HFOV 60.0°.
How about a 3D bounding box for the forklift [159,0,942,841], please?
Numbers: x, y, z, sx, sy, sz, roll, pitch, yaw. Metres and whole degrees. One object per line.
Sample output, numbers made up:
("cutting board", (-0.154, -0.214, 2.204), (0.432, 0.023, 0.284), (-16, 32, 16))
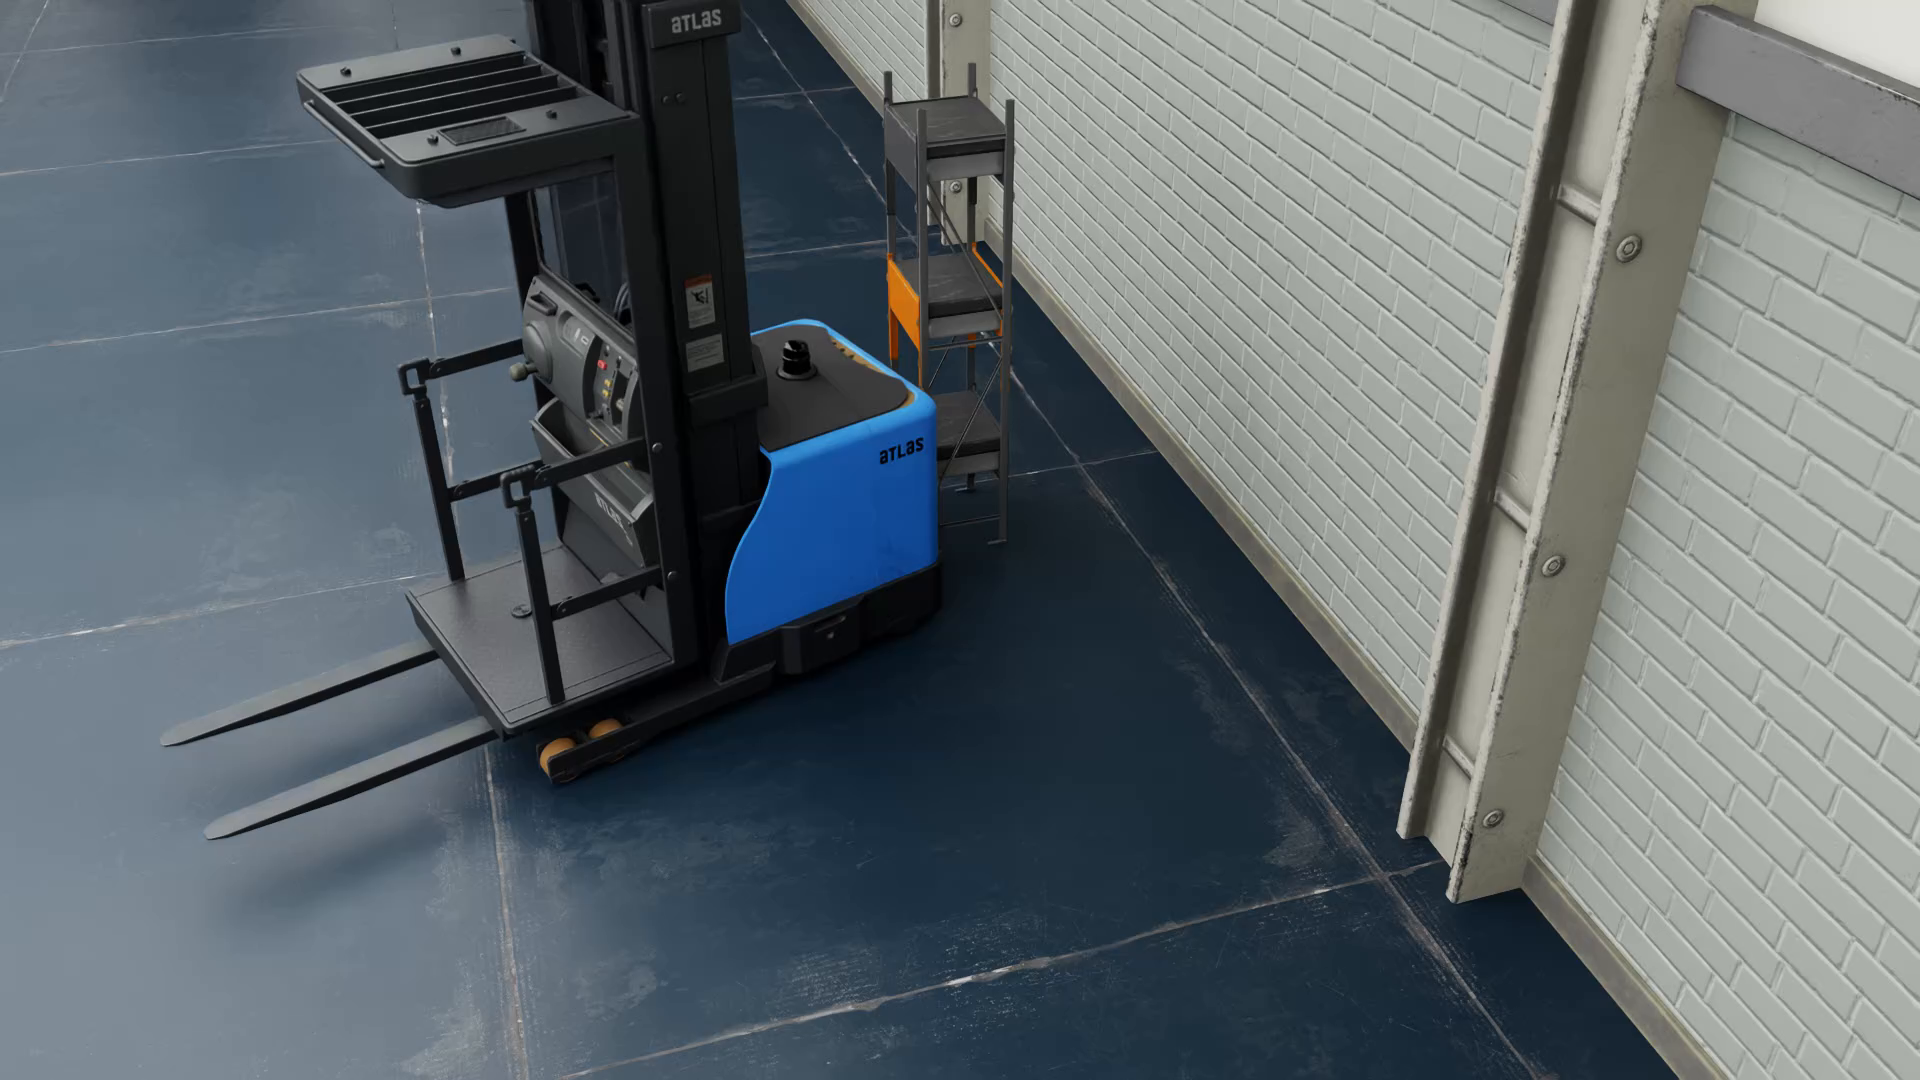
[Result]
("forklift", (-1.574, -0.630, 6.045), (3.031, 2.935, 1.130), (-21, 39, -29))

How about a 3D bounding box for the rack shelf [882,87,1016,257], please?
("rack shelf", (-0.051, -1.536, 6.924), (0.431, 0.518, 0.480), (-10, 35, -15))

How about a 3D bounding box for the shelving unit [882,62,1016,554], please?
("shelving unit", (-0.051, -0.963, 7.303), (0.431, 2.100, 0.503), (-10, 35, -15))

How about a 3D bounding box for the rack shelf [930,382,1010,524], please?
("rack shelf", (-0.051, -0.368, 7.696), (0.431, 0.518, 0.480), (-10, 35, -15))

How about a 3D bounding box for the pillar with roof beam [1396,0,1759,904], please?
("pillar with roof beam", (-2.287, -1.886, 2.441), (9.100, 9.000, 0.400), (-10, 35, -15))

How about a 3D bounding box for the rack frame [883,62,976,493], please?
("rack frame", (-0.125, -1.091, 7.497), (0.400, 2.100, 0.015), (-10, 35, -15))

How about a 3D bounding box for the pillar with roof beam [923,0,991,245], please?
("pillar with roof beam", (-4.117, -5.036, 7.208), (9.100, 9.000, 0.400), (-10, 35, -15))

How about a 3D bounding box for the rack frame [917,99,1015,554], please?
("rack frame", (0.024, -0.835, 7.109), (0.400, 2.100, 0.015), (-10, 35, -15))

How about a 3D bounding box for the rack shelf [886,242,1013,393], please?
("rack shelf", (-0.051, -0.952, 7.310), (0.431, 0.518, 0.480), (-10, 35, -15))
